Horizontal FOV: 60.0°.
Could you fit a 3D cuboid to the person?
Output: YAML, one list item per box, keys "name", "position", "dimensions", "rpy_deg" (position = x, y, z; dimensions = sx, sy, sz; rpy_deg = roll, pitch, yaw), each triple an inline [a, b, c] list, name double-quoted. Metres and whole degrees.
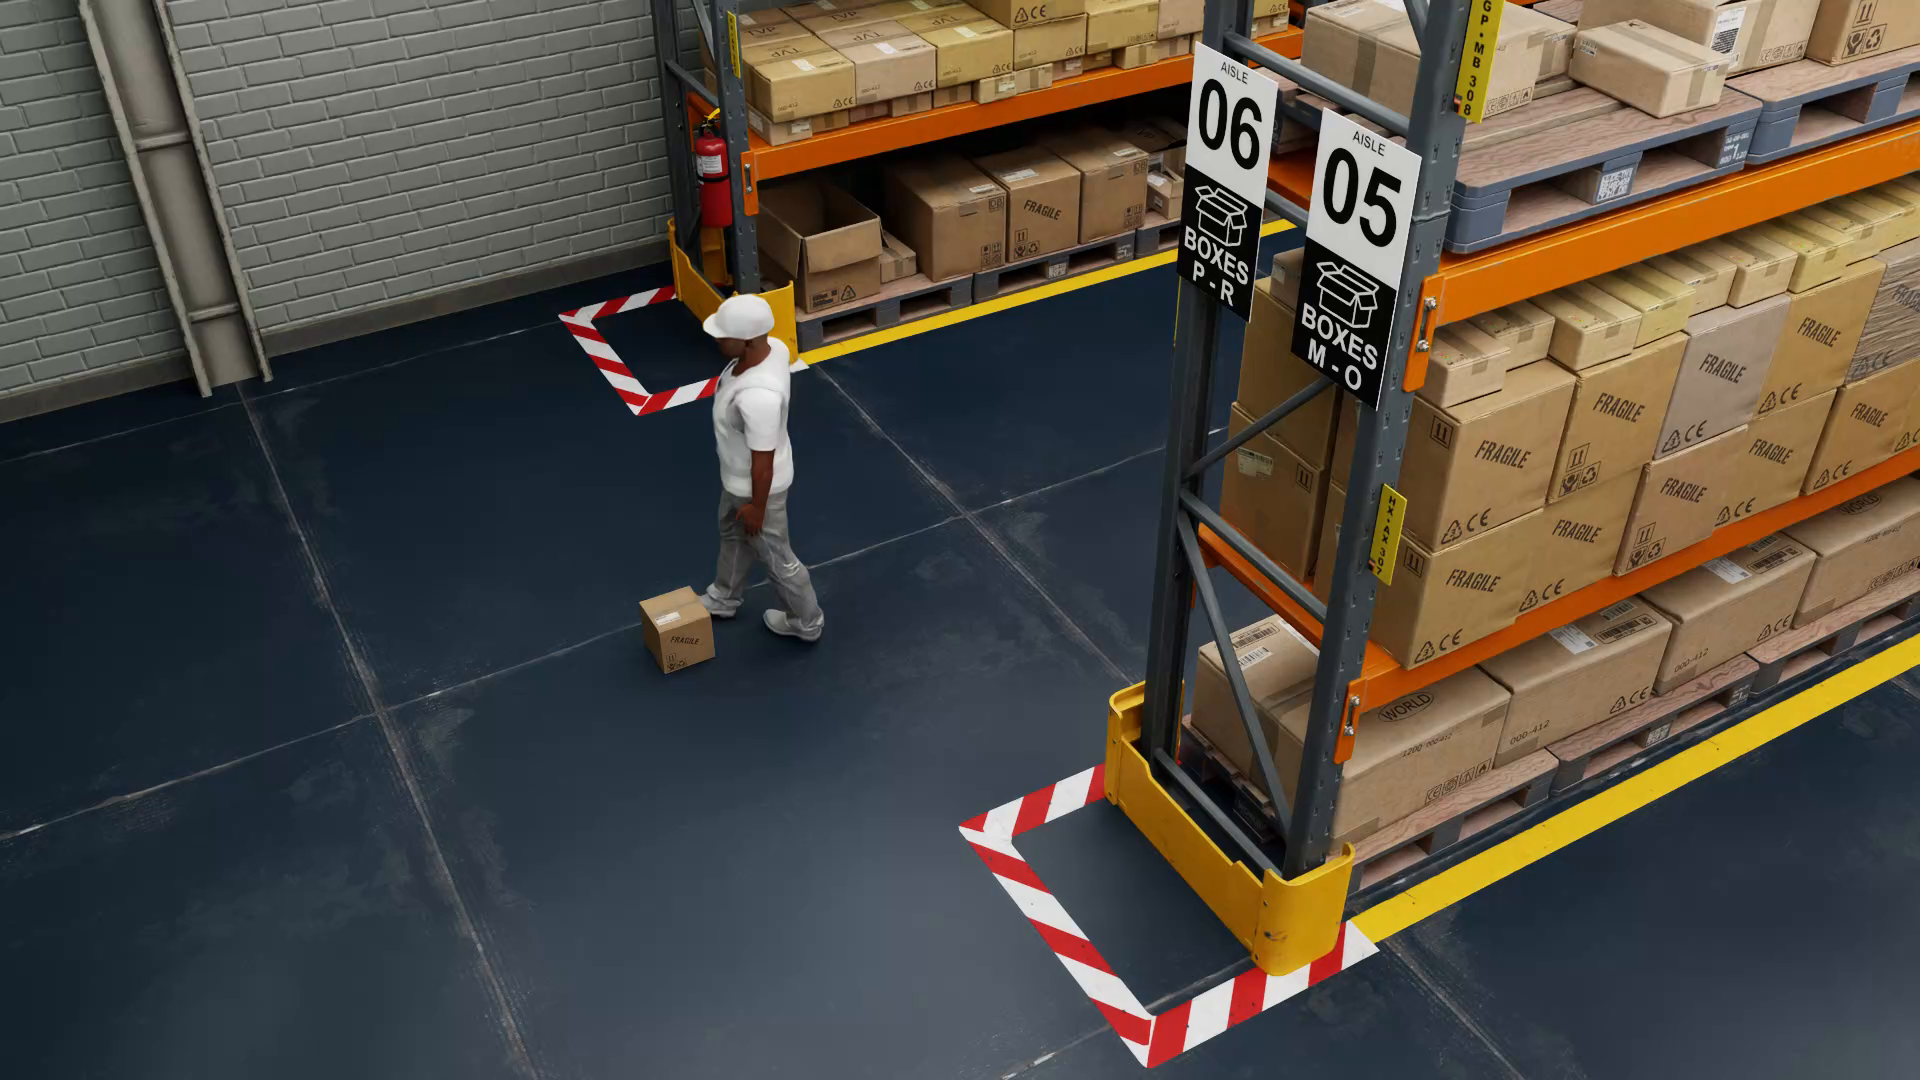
- name: "person"
  position: [-0.994, -0.293, 7.302]
  dimensions: [0.716, 1.761, 0.587]
  rpy_deg: [-3, 37, -4]
